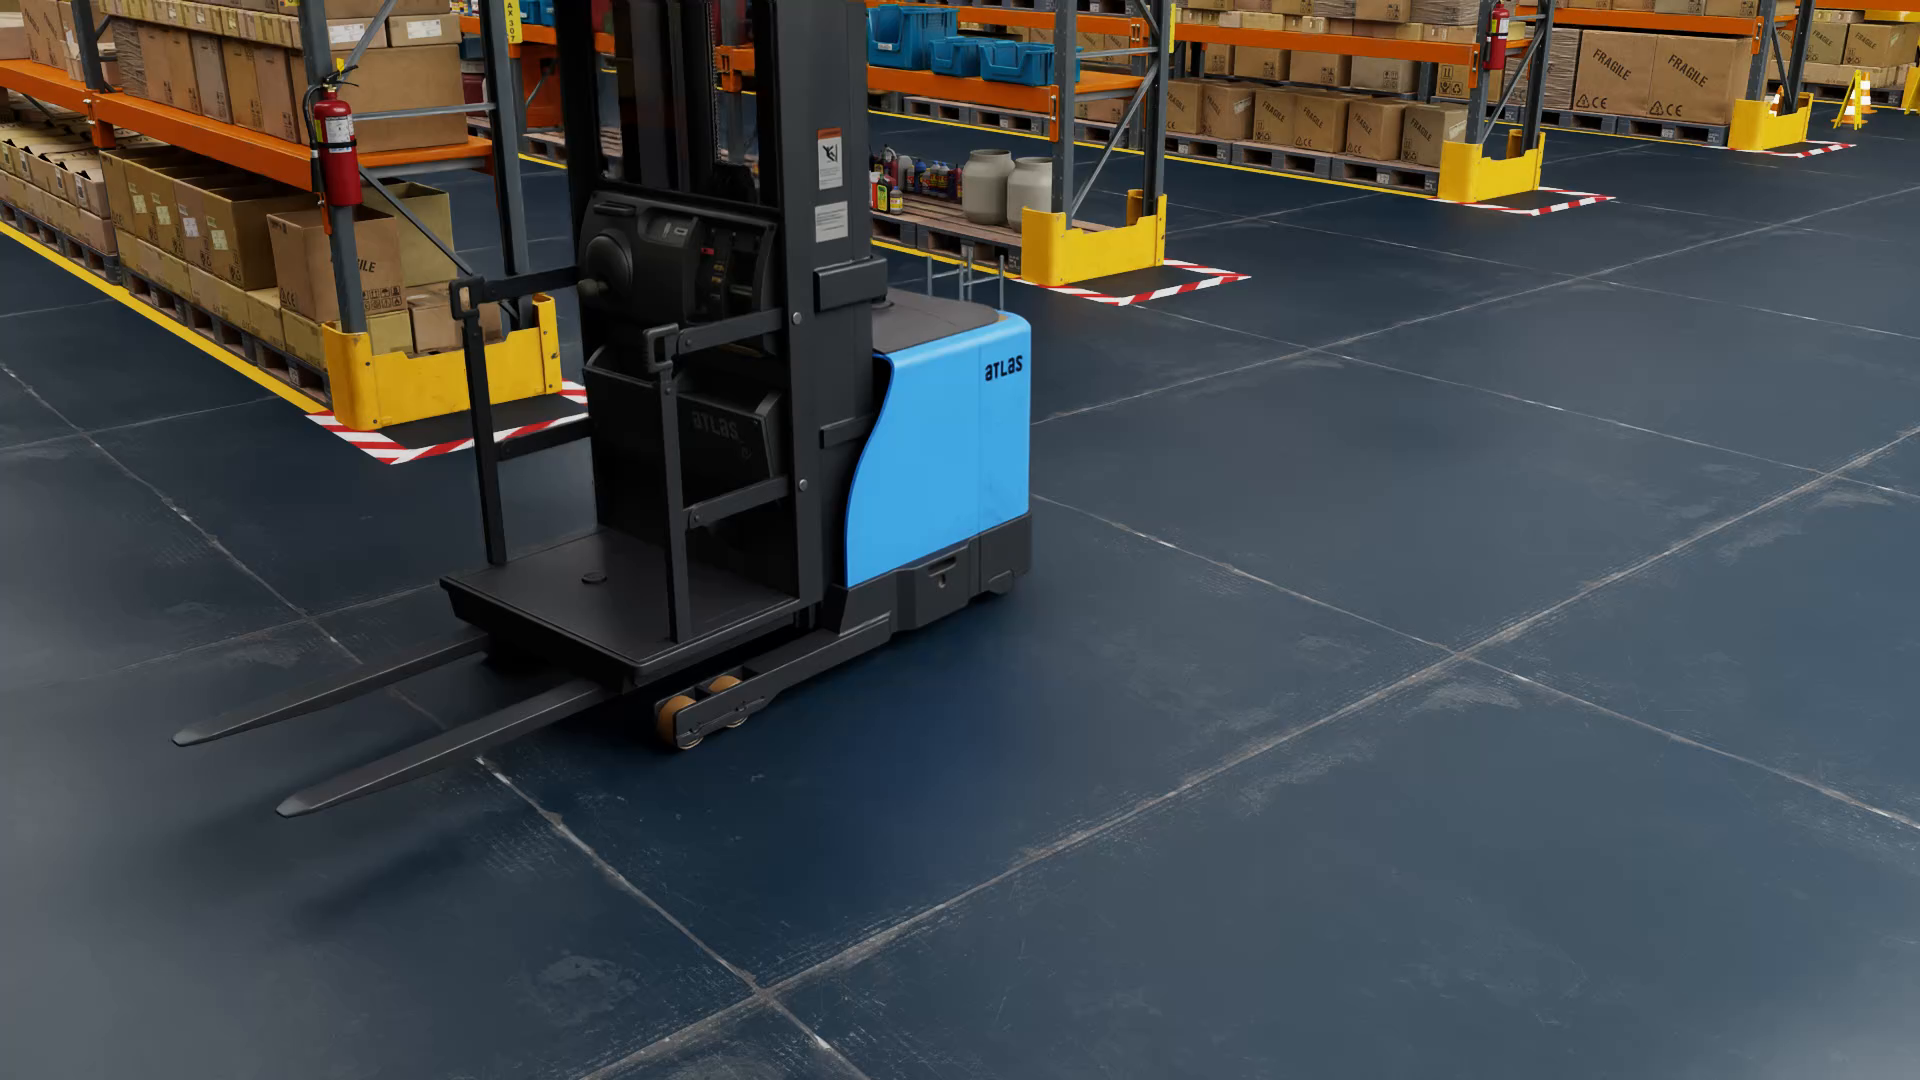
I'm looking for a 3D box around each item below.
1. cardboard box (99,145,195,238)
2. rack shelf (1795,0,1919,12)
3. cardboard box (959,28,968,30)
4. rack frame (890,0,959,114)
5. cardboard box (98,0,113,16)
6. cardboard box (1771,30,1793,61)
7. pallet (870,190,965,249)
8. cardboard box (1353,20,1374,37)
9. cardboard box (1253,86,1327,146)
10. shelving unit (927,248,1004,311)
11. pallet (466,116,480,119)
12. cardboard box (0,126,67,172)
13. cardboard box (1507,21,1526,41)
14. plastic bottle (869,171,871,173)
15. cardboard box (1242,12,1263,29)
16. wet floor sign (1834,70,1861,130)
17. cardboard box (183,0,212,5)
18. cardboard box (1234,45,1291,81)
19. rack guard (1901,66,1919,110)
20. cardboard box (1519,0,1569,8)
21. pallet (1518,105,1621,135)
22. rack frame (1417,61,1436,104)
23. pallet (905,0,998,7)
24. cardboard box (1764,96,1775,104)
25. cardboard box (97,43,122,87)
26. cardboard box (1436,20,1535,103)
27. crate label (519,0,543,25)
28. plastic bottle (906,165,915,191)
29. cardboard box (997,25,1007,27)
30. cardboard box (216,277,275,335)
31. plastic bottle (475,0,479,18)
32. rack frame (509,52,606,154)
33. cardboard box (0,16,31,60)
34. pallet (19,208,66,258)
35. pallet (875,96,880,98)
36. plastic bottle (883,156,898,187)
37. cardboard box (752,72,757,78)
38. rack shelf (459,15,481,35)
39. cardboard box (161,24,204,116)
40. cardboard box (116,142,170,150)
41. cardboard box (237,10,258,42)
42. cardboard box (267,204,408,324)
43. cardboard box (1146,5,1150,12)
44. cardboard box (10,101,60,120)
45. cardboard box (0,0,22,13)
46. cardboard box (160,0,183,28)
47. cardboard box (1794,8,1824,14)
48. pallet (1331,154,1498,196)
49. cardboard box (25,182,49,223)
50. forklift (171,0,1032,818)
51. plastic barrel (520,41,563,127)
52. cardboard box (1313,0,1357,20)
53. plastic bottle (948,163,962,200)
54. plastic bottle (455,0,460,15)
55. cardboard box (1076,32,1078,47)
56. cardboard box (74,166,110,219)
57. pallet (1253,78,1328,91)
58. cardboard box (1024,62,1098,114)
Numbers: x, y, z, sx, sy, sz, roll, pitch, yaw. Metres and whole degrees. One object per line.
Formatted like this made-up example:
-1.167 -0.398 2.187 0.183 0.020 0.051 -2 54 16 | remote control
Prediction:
-5.260 -2.295 10.898 0.500 0.500 0.500 -17 27 -37 | cardboard box
10.995 -7.062 21.889 1.077 0.370 4.000 -17 27 -37 | rack shelf
0.151 -8.044 26.333 0.380 0.149 0.250 -19 28 -40 | cardboard box
-0.429 -6.696 19.967 1.000 3.000 0.127 -17 27 -37 | rack frame
-5.296 -3.462 10.683 0.380 0.149 0.250 -18 27 -38 | cardboard box
10.913 -6.553 21.768 0.500 0.500 0.500 -18 28 -39 | cardboard box
-0.363 -2.581 13.284 1.003 0.211 1.213 -17 27 -37 | pallet
3.802 -4.676 15.154 0.380 0.149 0.250 -17 27 -37 | cardboard box
3.257 -4.193 16.429 0.500 0.500 0.500 19 29 40 | cardboard box
0.021 -0.562 6.775 0.258 1.200 0.189 -19 28 -40 | shelving unit
-5.520 -4.763 18.856 1.003 0.211 1.213 -17 27 -37 | pallet
-7.467 -3.157 13.358 0.500 0.311 0.500 -18 28 -39 | cardboard box
4.788 -4.504 14.716 0.380 0.149 0.250 -17 27 -37 | cardboard box
-0.724 -2.761 13.051 0.152 0.276 0.135 -18 28 -39 | plastic bottle
2.929 -5.003 15.990 0.380 0.149 0.250 -17 27 -37 | cardboard box
10.135 -5.006 18.880 0.232 0.644 0.267 17 27 36 | wet floor sign
-4.048 -3.347 9.501 0.700 0.500 0.500 -17 27 -37 | cardboard box
4.297 -6.566 22.145 1.050 0.750 0.750 -17 27 -37 | cardboard box
12.251 -5.702 20.857 1.175 0.500 0.348 -17 27 -37 | rack guard
6.895 -6.391 18.982 0.875 0.550 0.550 -17 27 -37 | cardboard box
7.243 -4.879 19.152 1.003 0.211 1.213 -17 27 -37 | pallet
6.006 -6.744 20.089 1.000 3.000 0.127 -17 27 -37 | rack frame
0.117 -6.435 19.564 1.213 0.211 1.003 -17 27 -37 | pallet
9.915 -5.399 20.563 0.380 0.149 0.250 -4 22 -10 | cardboard box
-5.680 -3.289 11.475 0.500 0.250 0.500 -15 26 -34 | cardboard box
6.363 -5.760 19.914 0.875 0.875 0.875 -17 27 -37 | cardboard box
-4.190 -5.233 16.462 0.303 0.233 0.416 -17 27 -37 | crate label
-0.394 -2.990 13.739 0.097 0.201 0.097 0 21 0 | plastic bottle
0.716 -8.244 26.436 0.380 0.149 0.250 -16 27 -35 | cardboard box
-3.951 -1.395 9.626 0.500 0.250 0.500 -17 27 -37 | cardboard box
-4.981 -5.535 17.274 0.097 0.201 0.097 0 21 0 | plastic bottle
-4.181 -5.517 16.957 1.000 3.000 0.127 -17 27 -37 | rack frame
-7.499 -4.004 13.216 0.500 0.311 0.500 -18 28 -38 | cardboard box
-6.636 -2.467 12.993 1.003 0.211 1.213 -17 27 -37 | pallet
-1.679 -5.970 21.938 1.003 0.211 1.213 -17 27 -37 | pallet
-0.573 -3.029 13.726 0.061 0.283 0.133 -17 27 -37 | plastic bottle
-2.023 -6.589 22.030 1.225 0.875 0.875 -19 28 -39 | cardboard box
-5.487 -5.735 18.499 1.077 0.370 4.000 -17 27 -37 | rack shelf
-4.357 -2.875 10.075 0.700 0.500 0.500 -17 27 -37 | cardboard box
-6.068 -2.866 12.613 0.500 0.311 0.500 -19 28 -39 | cardboard box
-3.609 -2.750 8.866 0.380 0.149 0.250 -17 27 -37 | cardboard box
-3.290 -1.470 8.791 0.500 0.500 0.500 -17 27 -37 | cardboard box
2.095 -5.343 16.857 0.380 0.149 0.250 -17 27 -37 | cardboard box
-8.363 -3.717 15.185 0.500 0.500 0.500 -19 28 -39 | cardboard box
-8.433 -4.728 14.230 0.500 0.500 0.700 12 24 28 | cardboard box
-4.452 -3.107 9.777 0.380 0.149 0.250 -18 28 -39 | cardboard box
10.957 -6.799 21.508 0.380 0.149 0.250 -16 27 -35 | cardboard box
4.240 -3.441 15.481 1.003 0.211 1.213 -17 27 -37 | pallet
-6.810 -2.617 12.747 0.500 0.250 0.500 -17 27 -36 | cardboard box
-1.069 -0.908 5.282 1.130 2.935 3.031 18 27 38 | forklift
-4.513 -4.833 17.611 0.600 0.830 0.708 -17 27 -37 | plastic barrel
3.744 -5.087 15.315 0.875 0.500 0.500 -17 27 -37 | cardboard box
-0.040 -2.889 13.368 0.061 0.283 0.133 -17 27 -37 | plastic bottle
-5.298 -5.669 17.618 0.097 0.201 0.097 0 21 0 | plastic bottle
1.764 -7.431 24.695 0.500 0.500 0.500 -17 27 -37 | cardboard box
-5.807 -2.454 11.561 0.500 0.311 0.500 -17 27 -37 | cardboard box
4.644 -5.978 21.957 1.003 0.211 1.213 -17 27 -37 | pallet
1.135 -5.097 18.710 0.500 0.500 0.700 20 29 41 | cardboard box
